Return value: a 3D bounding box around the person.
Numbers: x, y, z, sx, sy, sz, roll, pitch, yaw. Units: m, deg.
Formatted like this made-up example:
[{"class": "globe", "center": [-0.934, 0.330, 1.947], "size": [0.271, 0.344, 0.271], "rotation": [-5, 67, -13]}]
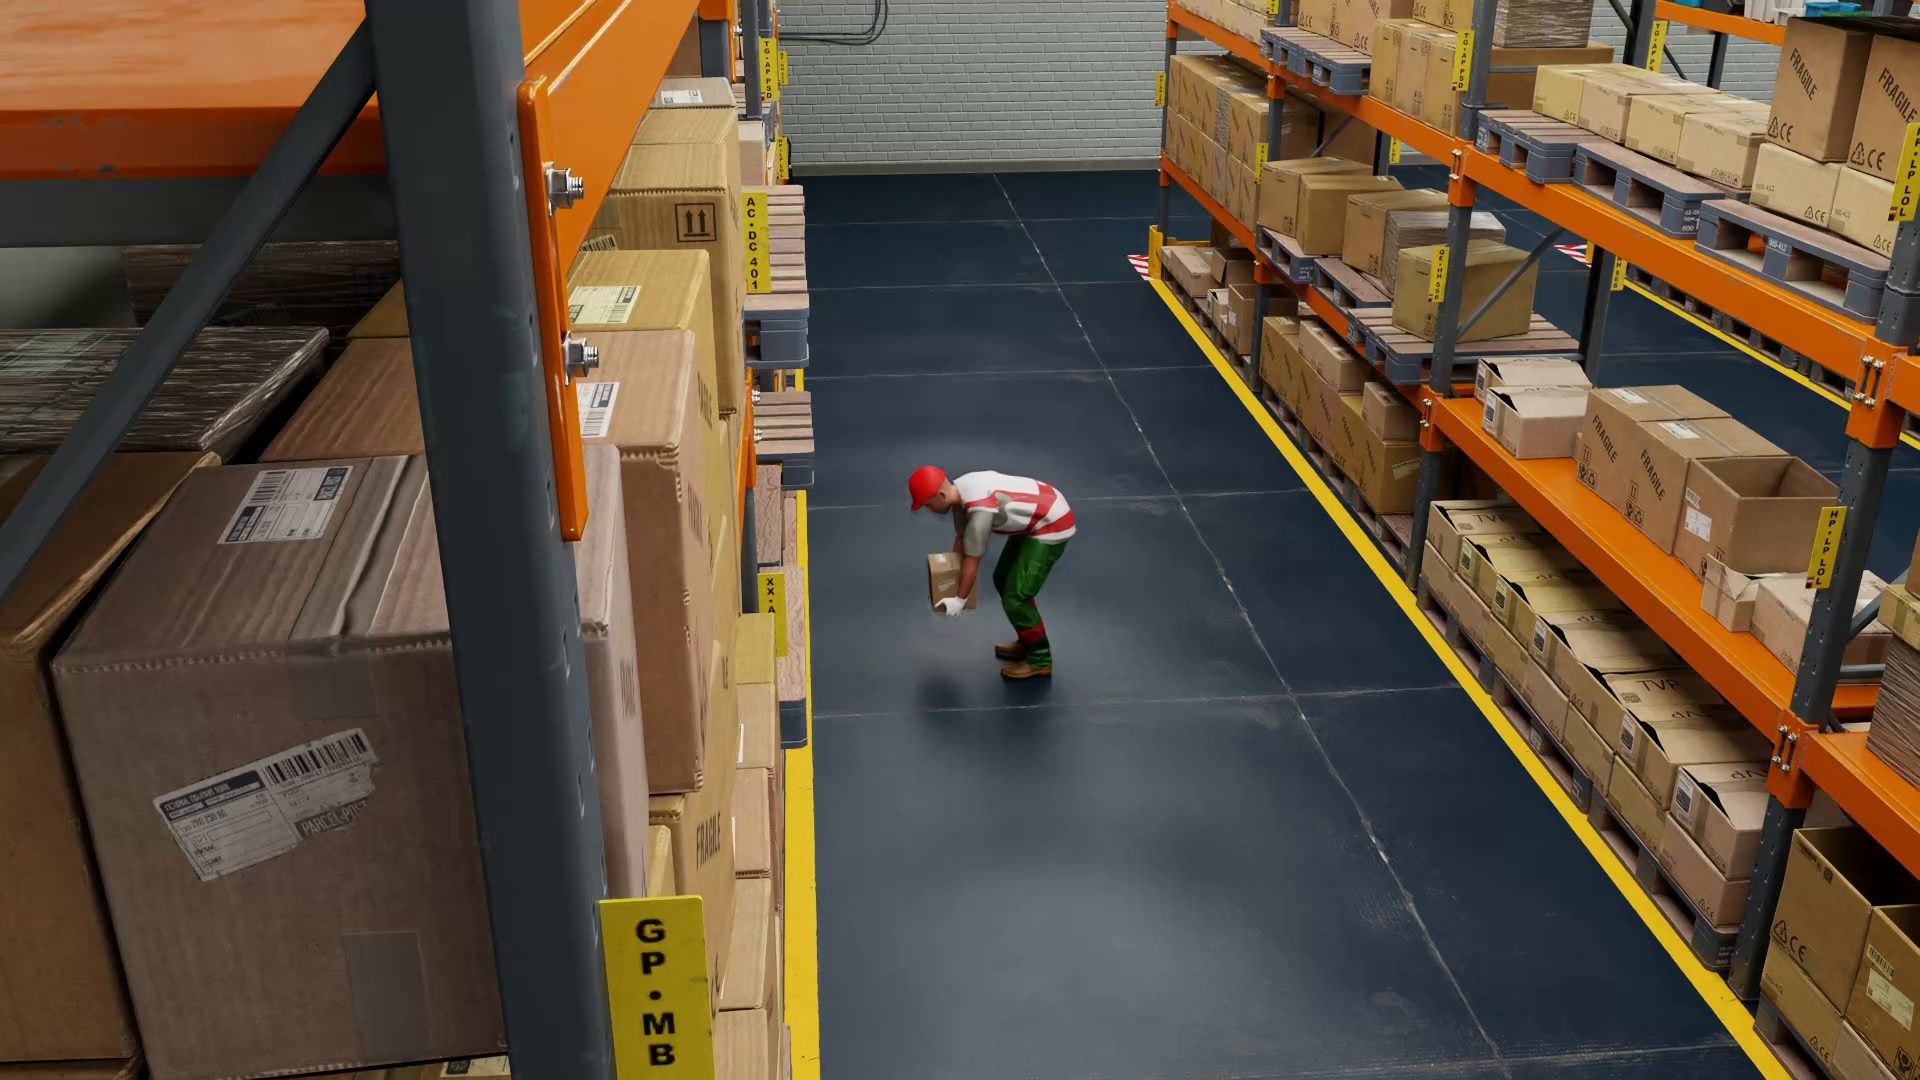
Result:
[{"class": "person", "center": [0.178, 0.153, 9.379], "size": [0.928, 1.257, 0.509], "rotation": [-3, 24, -7]}]
